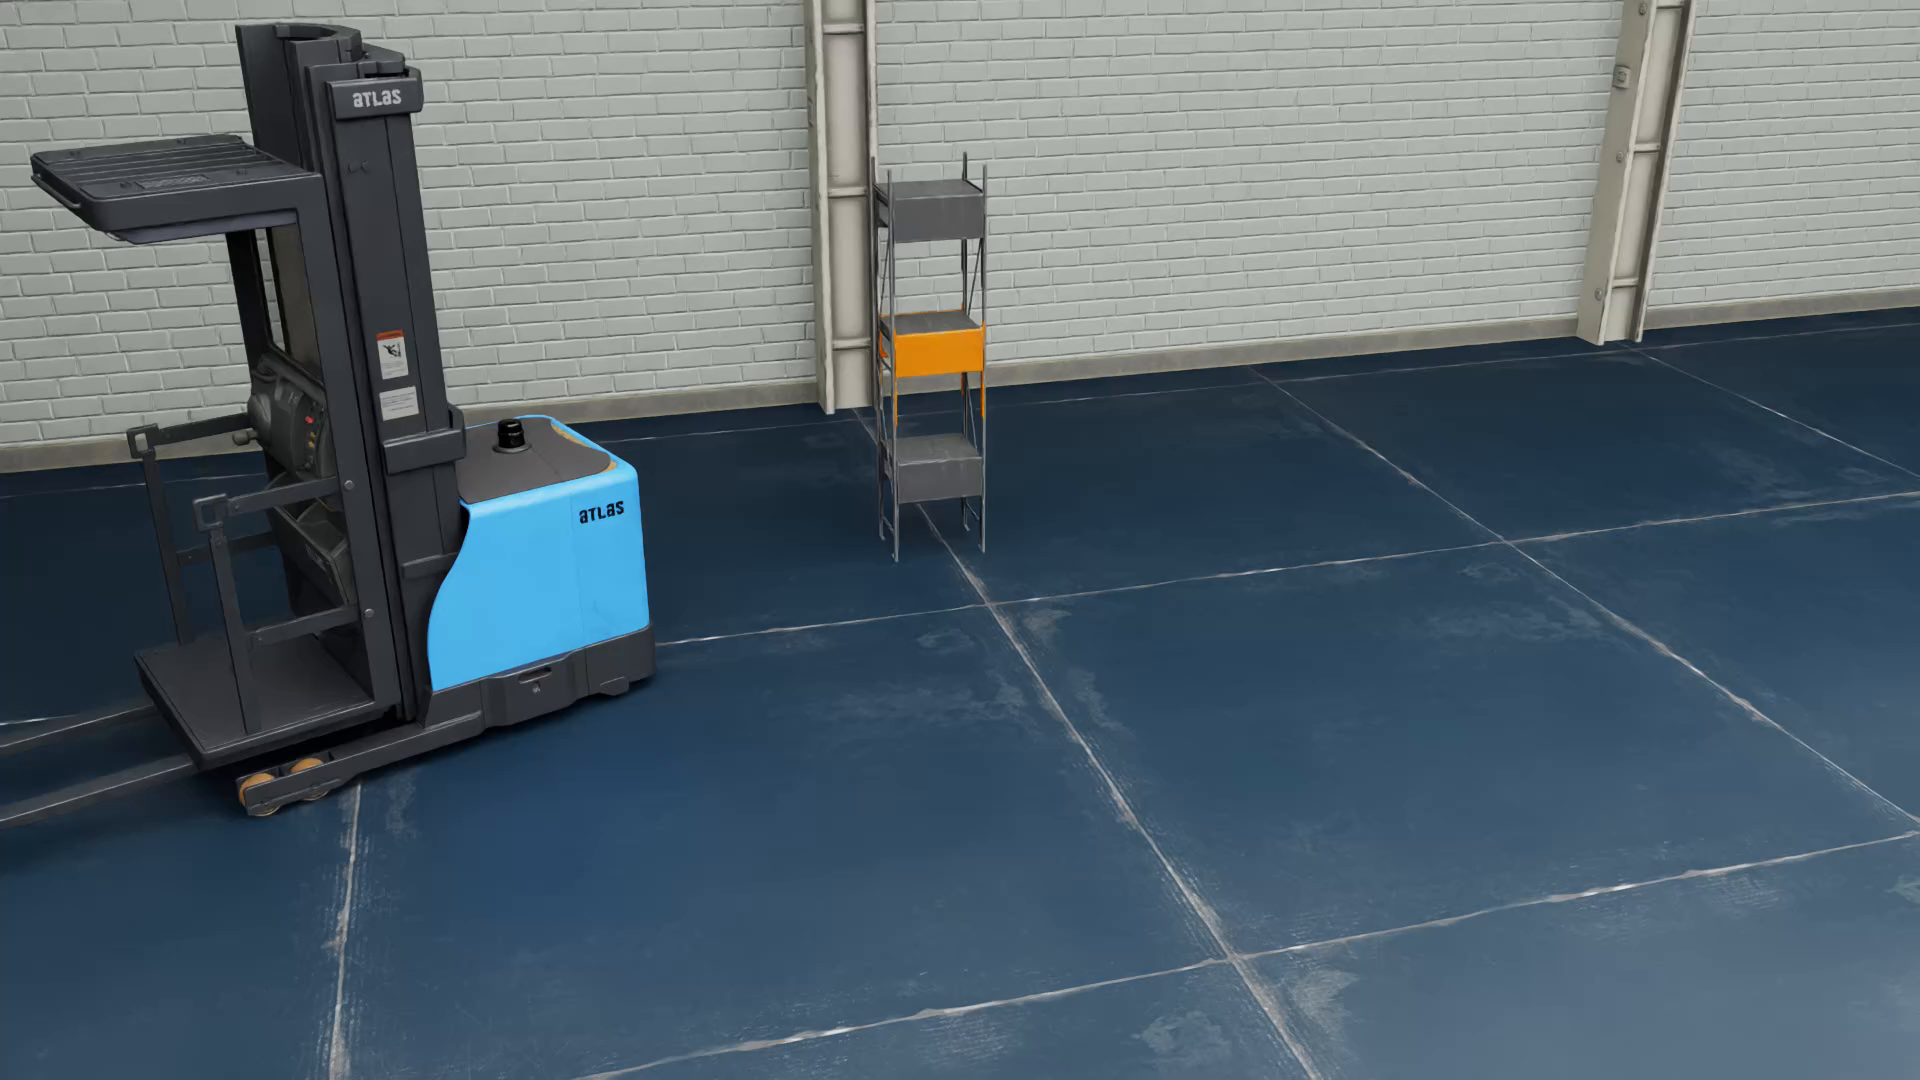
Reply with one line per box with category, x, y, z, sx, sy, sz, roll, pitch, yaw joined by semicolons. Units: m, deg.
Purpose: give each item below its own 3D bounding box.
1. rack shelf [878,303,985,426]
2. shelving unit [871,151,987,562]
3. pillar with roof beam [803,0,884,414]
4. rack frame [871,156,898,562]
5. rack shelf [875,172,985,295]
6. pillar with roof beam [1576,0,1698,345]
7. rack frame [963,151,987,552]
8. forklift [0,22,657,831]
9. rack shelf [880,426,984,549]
rack shelf;-0.159;-0.935;8.800;0.480;0.518;0.431;-6;24;-14
shelving unit;-0.159;-0.947;8.795;0.503;2.100;0.431;-6;24;-14
pillar with roof beam;0.410;-3.429;5.829;0.400;9.000;9.100;-6;24;-14
rack frame;-0.394;-0.921;8.734;0.015;2.100;0.400;-6;24;-14
rack shelf;-0.159;-1.578;8.524;0.480;0.518;0.431;-6;24;-14
pillar with roof beam;6.187;-4.068;7.318;0.400;9.000;9.100;-6;24;-14
rack frame;0.076;-0.973;8.855;0.015;2.100;0.400;-6;24;-14
forklift;-2.880;-0.475;6.640;3.031;2.935;1.130;-17;28;-34
rack shelf;-0.159;-0.291;9.076;0.480;0.518;0.431;-6;24;-14
